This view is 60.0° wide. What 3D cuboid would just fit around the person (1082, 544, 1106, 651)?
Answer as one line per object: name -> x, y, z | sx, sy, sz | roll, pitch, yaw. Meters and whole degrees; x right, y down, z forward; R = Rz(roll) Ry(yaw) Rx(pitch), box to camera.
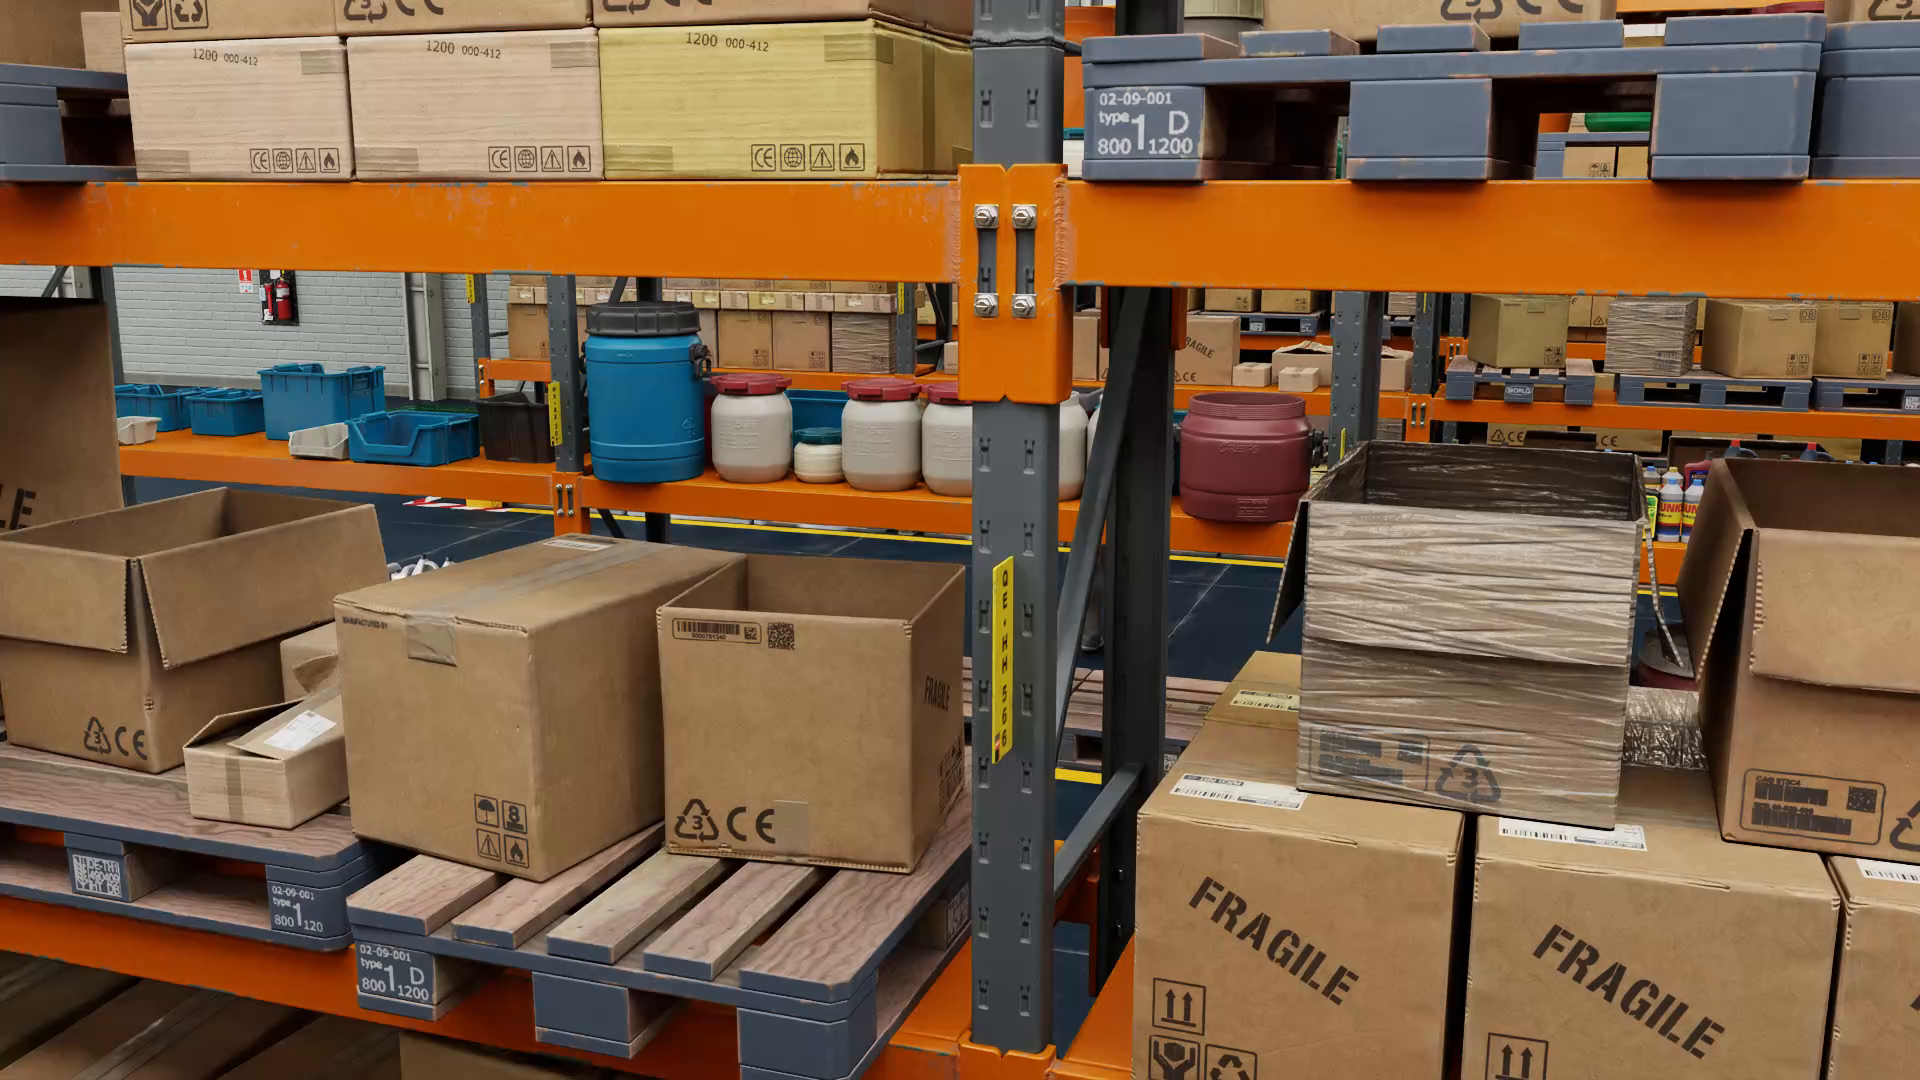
person -> 0.962, -0.047, 10.218 | 0.461, 1.449, 0.809 | 4, 13, 17
